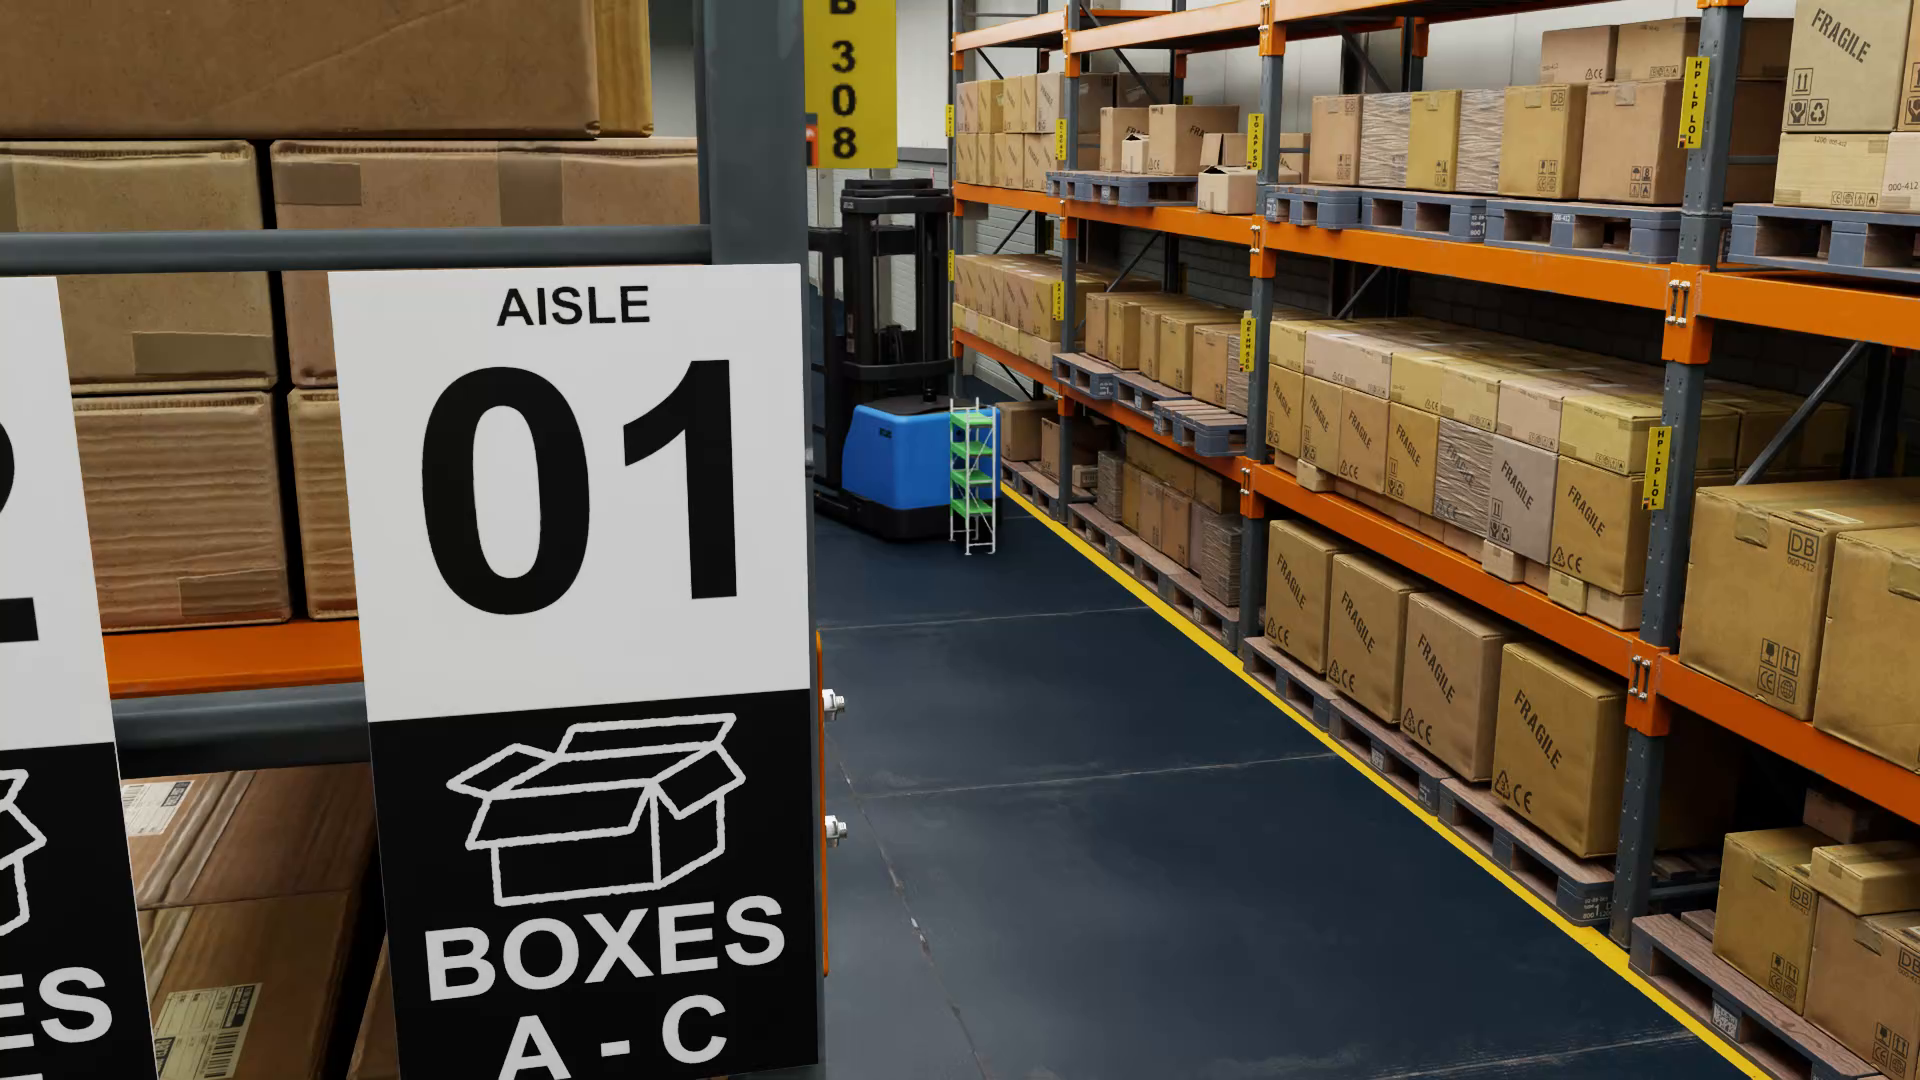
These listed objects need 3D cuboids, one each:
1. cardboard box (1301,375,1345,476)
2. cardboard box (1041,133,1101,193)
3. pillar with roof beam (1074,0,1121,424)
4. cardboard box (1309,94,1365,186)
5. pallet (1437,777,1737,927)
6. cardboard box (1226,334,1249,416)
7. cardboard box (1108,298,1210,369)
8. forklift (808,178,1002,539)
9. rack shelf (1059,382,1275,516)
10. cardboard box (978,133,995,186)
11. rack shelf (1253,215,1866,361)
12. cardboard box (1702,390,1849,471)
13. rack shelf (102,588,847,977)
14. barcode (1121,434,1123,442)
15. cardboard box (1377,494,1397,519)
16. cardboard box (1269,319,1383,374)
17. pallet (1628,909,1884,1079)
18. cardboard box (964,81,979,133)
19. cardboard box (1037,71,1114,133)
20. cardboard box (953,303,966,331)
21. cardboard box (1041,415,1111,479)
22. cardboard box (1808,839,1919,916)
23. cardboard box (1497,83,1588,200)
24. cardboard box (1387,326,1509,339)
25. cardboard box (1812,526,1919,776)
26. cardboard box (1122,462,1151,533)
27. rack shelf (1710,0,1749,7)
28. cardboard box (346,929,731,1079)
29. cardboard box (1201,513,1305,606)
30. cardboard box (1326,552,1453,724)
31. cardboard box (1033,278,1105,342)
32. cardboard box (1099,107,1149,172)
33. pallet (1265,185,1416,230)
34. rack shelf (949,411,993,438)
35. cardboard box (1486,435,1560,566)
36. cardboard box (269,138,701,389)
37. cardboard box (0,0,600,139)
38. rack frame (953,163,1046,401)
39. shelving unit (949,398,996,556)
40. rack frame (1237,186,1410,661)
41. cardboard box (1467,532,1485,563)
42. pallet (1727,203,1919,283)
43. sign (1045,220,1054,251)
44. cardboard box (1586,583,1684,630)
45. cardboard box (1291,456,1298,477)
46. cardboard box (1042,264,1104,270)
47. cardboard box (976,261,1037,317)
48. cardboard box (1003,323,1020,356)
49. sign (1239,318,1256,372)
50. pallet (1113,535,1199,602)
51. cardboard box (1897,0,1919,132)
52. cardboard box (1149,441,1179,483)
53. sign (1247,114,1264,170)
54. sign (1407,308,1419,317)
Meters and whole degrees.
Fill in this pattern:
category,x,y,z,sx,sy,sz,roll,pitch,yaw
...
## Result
category,x,y,z,sx,sy,sz,roll,pitch,yaw
cardboard box,2.280,-0.665,9.448,0.500,0.500,0.500,-3,14,-11
cardboard box,1.002,-3.251,14.341,0.500,0.500,0.500,-3,14,-12
pillar with roof beam,-2.757,-5.116,15.907,9.100,9.000,0.400,-3,14,-13
cardboard box,2.469,-2.322,9.655,0.700,0.500,0.500,-4,14,-18
pallet,2.986,1.394,7.776,1.003,0.211,1.213,-3,14,-13
cardboard box,2.181,-1.080,10.889,0.700,0.500,0.500,-5,15,-20
cardboard box,1.572,-1.646,13.206,0.700,0.500,0.500,-2,14,-7
forklift,-0.813,-1.731,14.837,1.130,2.935,3.031,-8,16,-29
rack shelf,1.832,-0.821,12.485,1.077,0.370,4.000,-3,14,-13
cardboard box,0.475,-3.734,16.318,0.500,0.500,0.500,-3,14,-11
rack shelf,2.771,-1.356,8.352,1.077,0.370,4.000,-3,14,-13
cardboard box,3.386,-0.475,7.089,0.500,0.250,0.500,-3,14,-11
rack shelf,-1.104,-0.156,3.441,1.077,0.370,4.000,-3,14,-13
barcode,1.468,-0.925,15.059,0.001,0.075,0.075,-3,14,-13
cardboard box,2.483,-0.213,8.966,0.380,0.149,0.250,-3,14,-12
cardboard box,2.164,-1.151,9.858,0.500,0.250,0.500,-3,14,-12
pallet,3.343,1.748,6.329,1.003,0.211,1.213,-3,14,-13
cardboard box,0.345,-4.335,16.672,0.500,0.500,0.500,-3,14,-14
cardboard box,0.981,-3.734,14.210,0.500,0.500,0.500,-5,14,-18
cardboard box,0.228,-2.362,17.547,0.500,0.250,0.500,-4,14,-15
cardboard box,1.079,-0.869,15.504,0.500,0.500,0.500,-4,14,-17
cardboard box,3.220,1.176,5.809,0.380,0.149,0.250,-3,14,-11
cardboard box,2.947,-1.840,7.681,0.700,0.500,0.500,-4,14,-14
cardboard box,2.778,-1.067,9.514,0.500,0.250,0.500,-4,14,-15
cardboard box,3.518,0.362,5.492,0.980,0.700,0.700,-4,14,-15
cardboard box,1.721,-0.346,13.365,0.700,0.500,0.500,-4,14,-14
rack shelf,3.710,-1.696,4.266,1.077,0.370,4.000,-3,14,-13
cardboard box,-0.482,0.762,2.172,0.500,0.500,0.500,-3,14,-11
cardboard box,2.081,0.128,11.424,0.700,0.500,0.500,-3,14,-12
cardboard box,2.546,0.510,9.163,0.750,0.750,0.750,-3,14,-13
cardboard box,0.950,-2.025,14.590,0.500,0.500,0.500,-3,14,-13
cardboard box,1.412,-3.211,13.336,0.500,0.500,0.500,-1,14,-5
pallet,2.504,-1.929,9.582,1.213,0.211,1.003,-3,14,-11
rack shelf,0.101,-0.927,13.439,0.258,0.148,0.480,-4,14,-15
cardboard box,2.758,-0.199,7.542,0.500,0.500,0.500,-3,14,-13
cardboard box,-0.502,-0.347,1.970,0.500,0.250,0.500,-3,14,-13
cardboard box,-0.771,-0.696,1.818,0.700,0.500,0.500,-3,14,-13
rack frame,0.422,-2.555,18.065,1.000,3.000,0.127,-3,14,-13
shelving unit,0.101,-0.523,13.538,0.258,1.200,0.503,-4,14,-15
rack frame,2.301,-0.710,10.511,1.000,3.000,0.127,-3,14,-13
cardboard box,2.675,0.026,7.986,0.380,0.149,0.250,-3,14,-13
pallet,3.423,-1.012,5.614,1.003,0.211,1.213,-3,14,-13
sign,0.967,-3.297,17.998,0.100,0.325,0.005,-3,14,-13
cardboard box,2.886,0.263,7.016,0.380,0.149,0.250,-3,14,-13
cardboard box,2.204,-0.450,9.935,0.380,0.149,0.250,-3,14,-12
cardboard box,1.092,-2.407,16.155,0.500,0.500,0.500,-3,14,-12
cardboard box,0.464,-2.495,16.514,0.500,0.500,0.500,-4,14,-15
cardboard box,0.714,-1.892,15.625,0.500,0.250,0.500,-3,14,-13
sign,1.776,-1.201,10.250,0.100,0.325,0.005,-3,14,-13
pallet,1.836,0.184,12.730,1.003,0.211,1.213,-3,14,-13
cardboard box,3.262,-1.490,5.024,0.500,0.500,0.500,-4,14,-14
cardboard box,1.783,-0.606,12.847,0.500,0.250,0.500,-4,14,-15
sign,1.773,-2.388,9.972,0.100,0.325,0.005,-3,14,-13
sign,2.840,-1.304,10.503,0.100,0.325,0.005,-3,14,-13
